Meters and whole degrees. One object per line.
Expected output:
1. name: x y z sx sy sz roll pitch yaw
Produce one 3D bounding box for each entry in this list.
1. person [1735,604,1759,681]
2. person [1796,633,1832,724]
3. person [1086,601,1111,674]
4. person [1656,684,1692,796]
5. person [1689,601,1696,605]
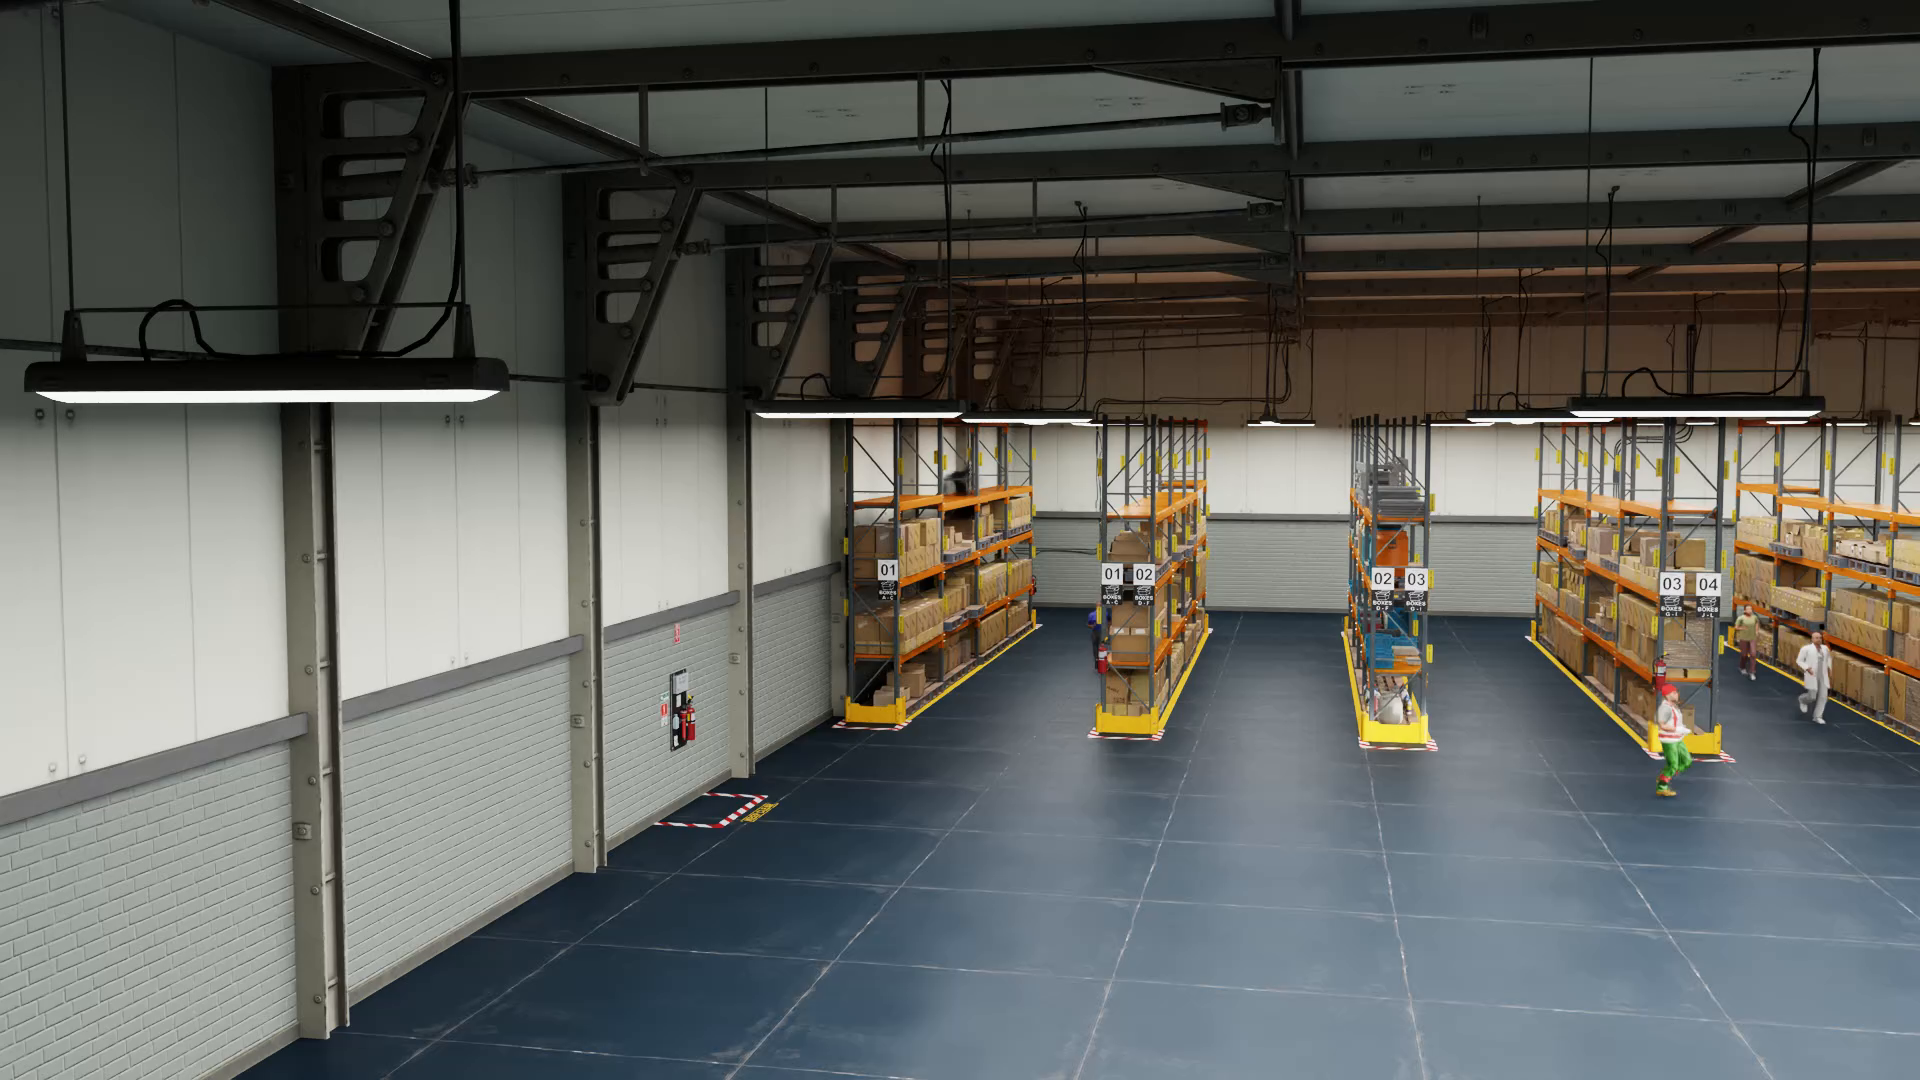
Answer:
1. person: 18.135 2.331 38.315 0.567 1.716 0.862 1 4 14
2. person: 16.759 2.683 32.570 0.709 1.752 0.869 0 4 3
3. person: 3.262 2.266 39.099 0.578 1.660 0.870 0 4 7
4. person: 11.114 3.115 25.834 0.581 1.741 0.643 3 5 42
5. person: 19.618 1.953 44.967 0.708 1.628 0.656 -2 4 -31
